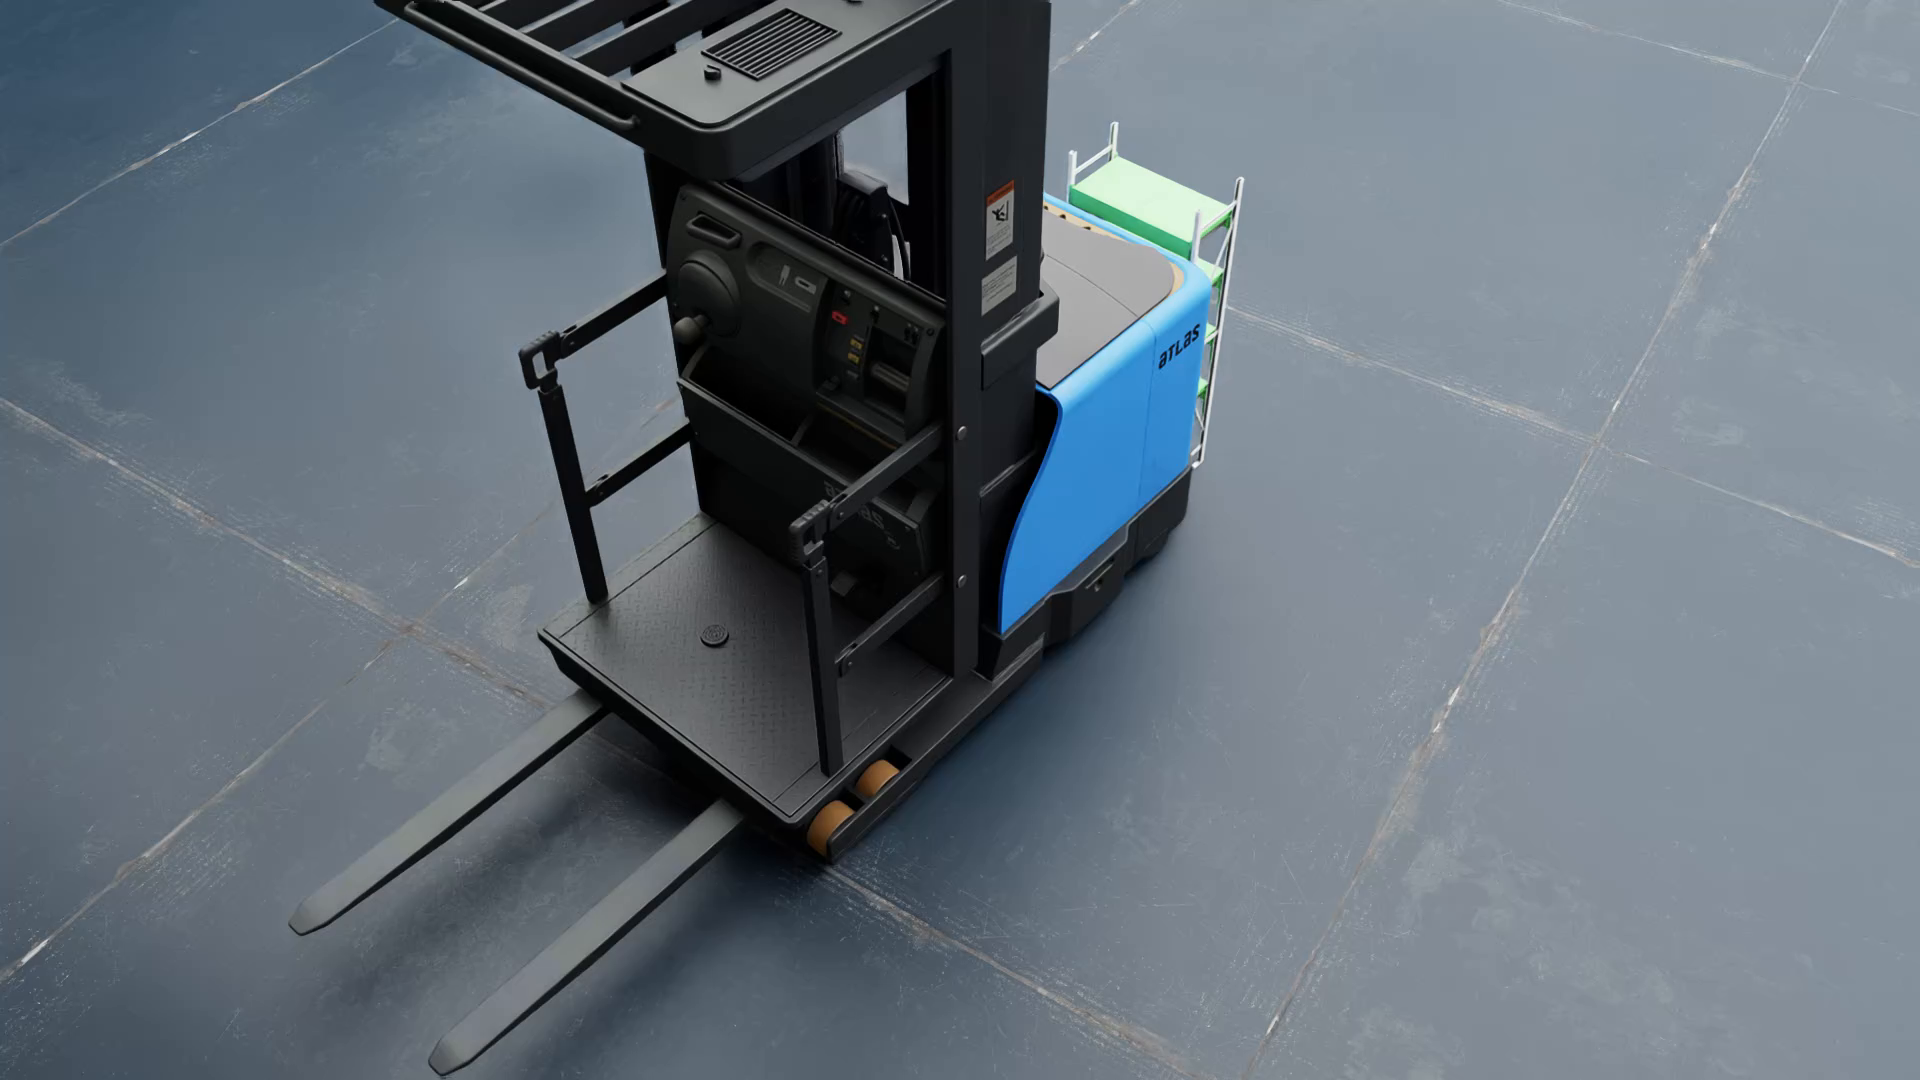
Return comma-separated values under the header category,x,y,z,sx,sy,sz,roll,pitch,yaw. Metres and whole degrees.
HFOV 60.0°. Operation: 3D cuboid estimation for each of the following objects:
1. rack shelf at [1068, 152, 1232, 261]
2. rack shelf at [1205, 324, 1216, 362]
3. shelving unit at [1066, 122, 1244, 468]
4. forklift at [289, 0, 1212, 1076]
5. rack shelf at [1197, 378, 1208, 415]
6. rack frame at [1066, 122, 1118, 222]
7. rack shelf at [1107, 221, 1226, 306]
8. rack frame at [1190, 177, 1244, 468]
category,x,y,z,sx,sy,sz,roll,pitch,yaw
rack shelf,0.614,-1.047,5.350,0.480,0.148,0.258,32,54,27
rack shelf,0.614,-0.712,5.694,0.480,0.148,0.258,32,54,27
shelving unit,0.614,-0.757,5.649,0.503,1.200,0.258,32,54,27
forklift,-0.559,-0.510,4.202,1.130,2.935,3.031,32,54,27
rack shelf,0.613,-0.545,5.866,0.480,0.148,0.258,32,54,27
rack frame,0.428,-0.871,5.759,0.015,1.200,0.240,32,54,27
rack shelf,0.614,-0.880,5.522,0.480,0.148,0.258,32,54,27
rack frame,0.799,-0.643,5.538,0.015,1.200,0.240,32,54,27
